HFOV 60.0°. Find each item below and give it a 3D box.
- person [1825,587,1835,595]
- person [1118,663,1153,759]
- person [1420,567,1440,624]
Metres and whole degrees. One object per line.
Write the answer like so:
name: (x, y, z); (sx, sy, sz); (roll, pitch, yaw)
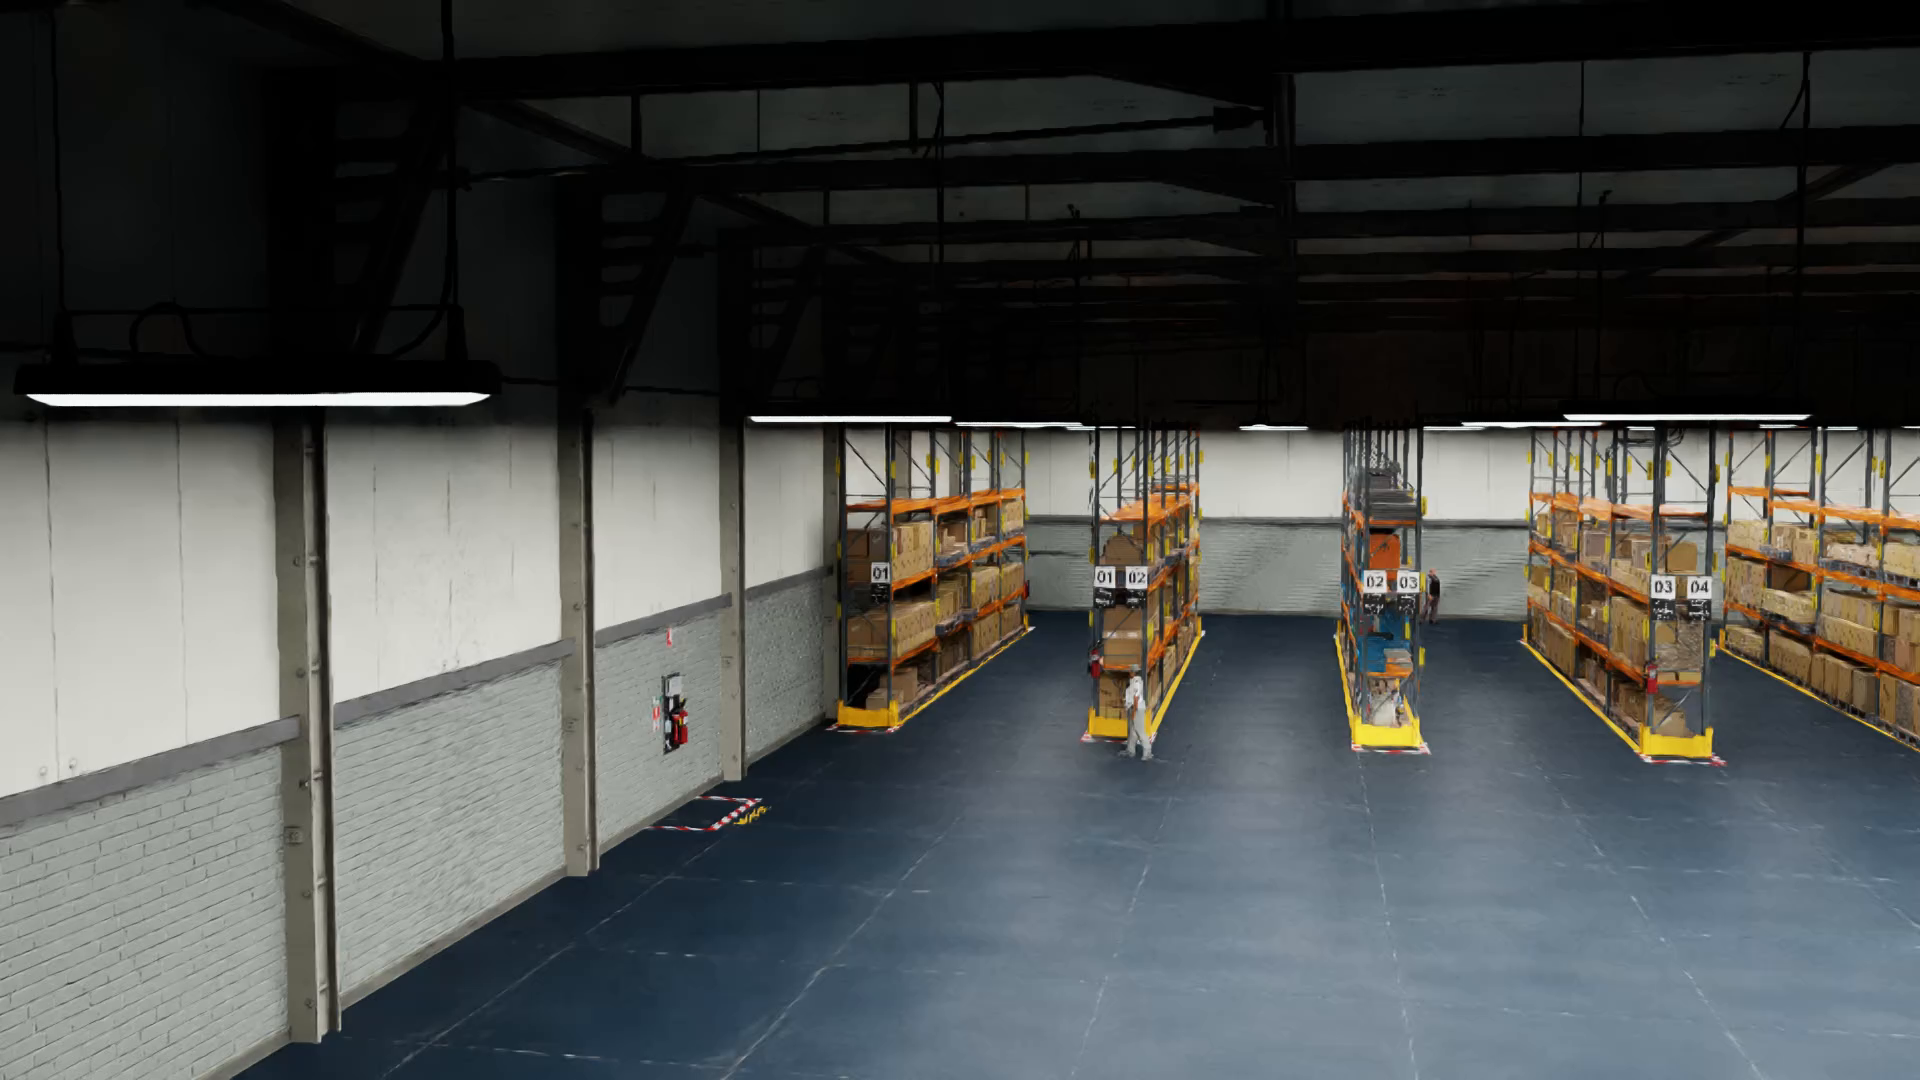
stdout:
person: (22.702, 2.069, 43.406); (0.574, 1.668, 0.640); (1, 4, 17)
person: (3.095, 2.996, 29.277); (0.608, 1.651, 0.722); (0, 4, 6)
person: (13.962, 1.660, 49.518); (0.703, 1.716, 0.480); (-3, 5, -36)
